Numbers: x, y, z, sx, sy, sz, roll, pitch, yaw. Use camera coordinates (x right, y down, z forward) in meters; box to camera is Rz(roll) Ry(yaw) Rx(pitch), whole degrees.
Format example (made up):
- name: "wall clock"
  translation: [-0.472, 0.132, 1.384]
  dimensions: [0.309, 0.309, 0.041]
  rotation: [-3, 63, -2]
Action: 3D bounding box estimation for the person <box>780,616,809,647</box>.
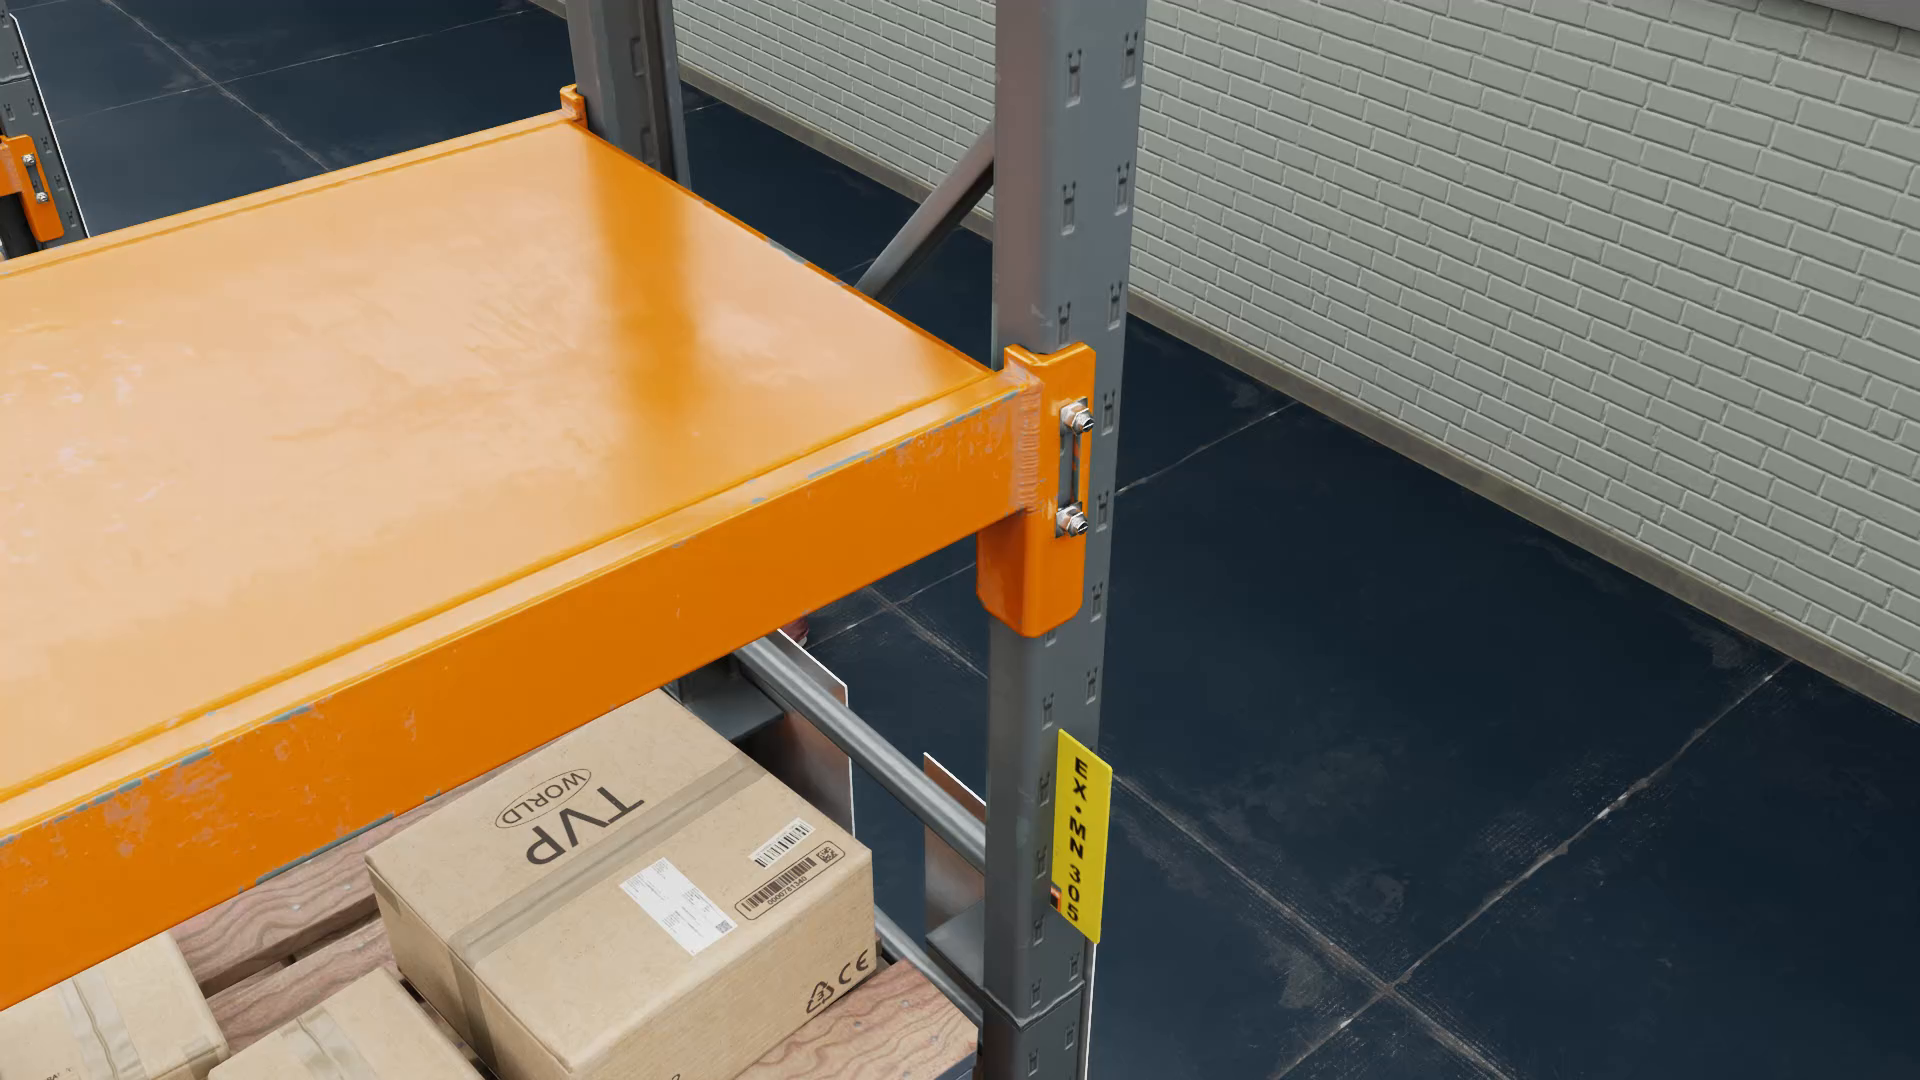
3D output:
- name: "person"
  translation: [-0.848, -0.200, 7.352]
  dimensions: [0.404, 1.673, 0.500]
  rotation: [-27, 44, -32]
